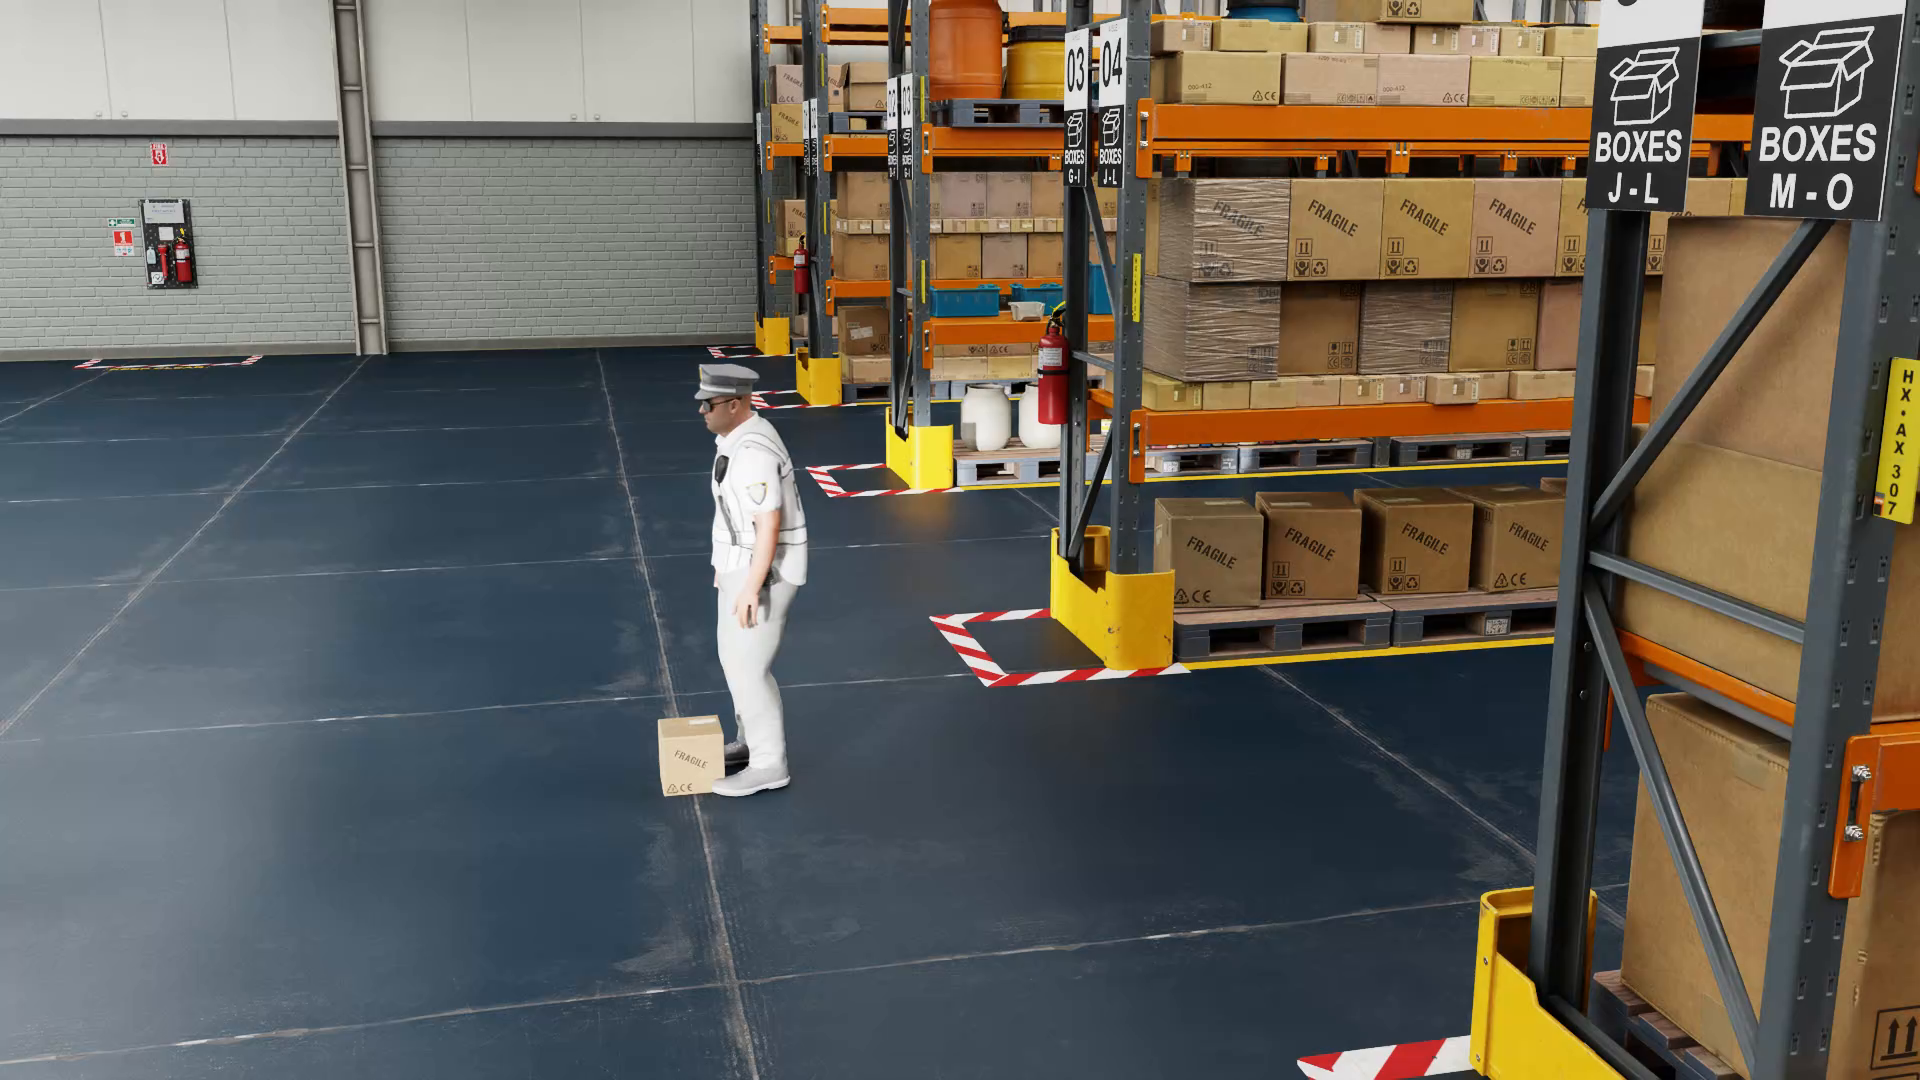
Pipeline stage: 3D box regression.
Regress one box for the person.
[{"bbox_3d":[-0.848,0.146,6.805,0.427,1.750,0.602,-4,13,-15],"label":"person"}]
